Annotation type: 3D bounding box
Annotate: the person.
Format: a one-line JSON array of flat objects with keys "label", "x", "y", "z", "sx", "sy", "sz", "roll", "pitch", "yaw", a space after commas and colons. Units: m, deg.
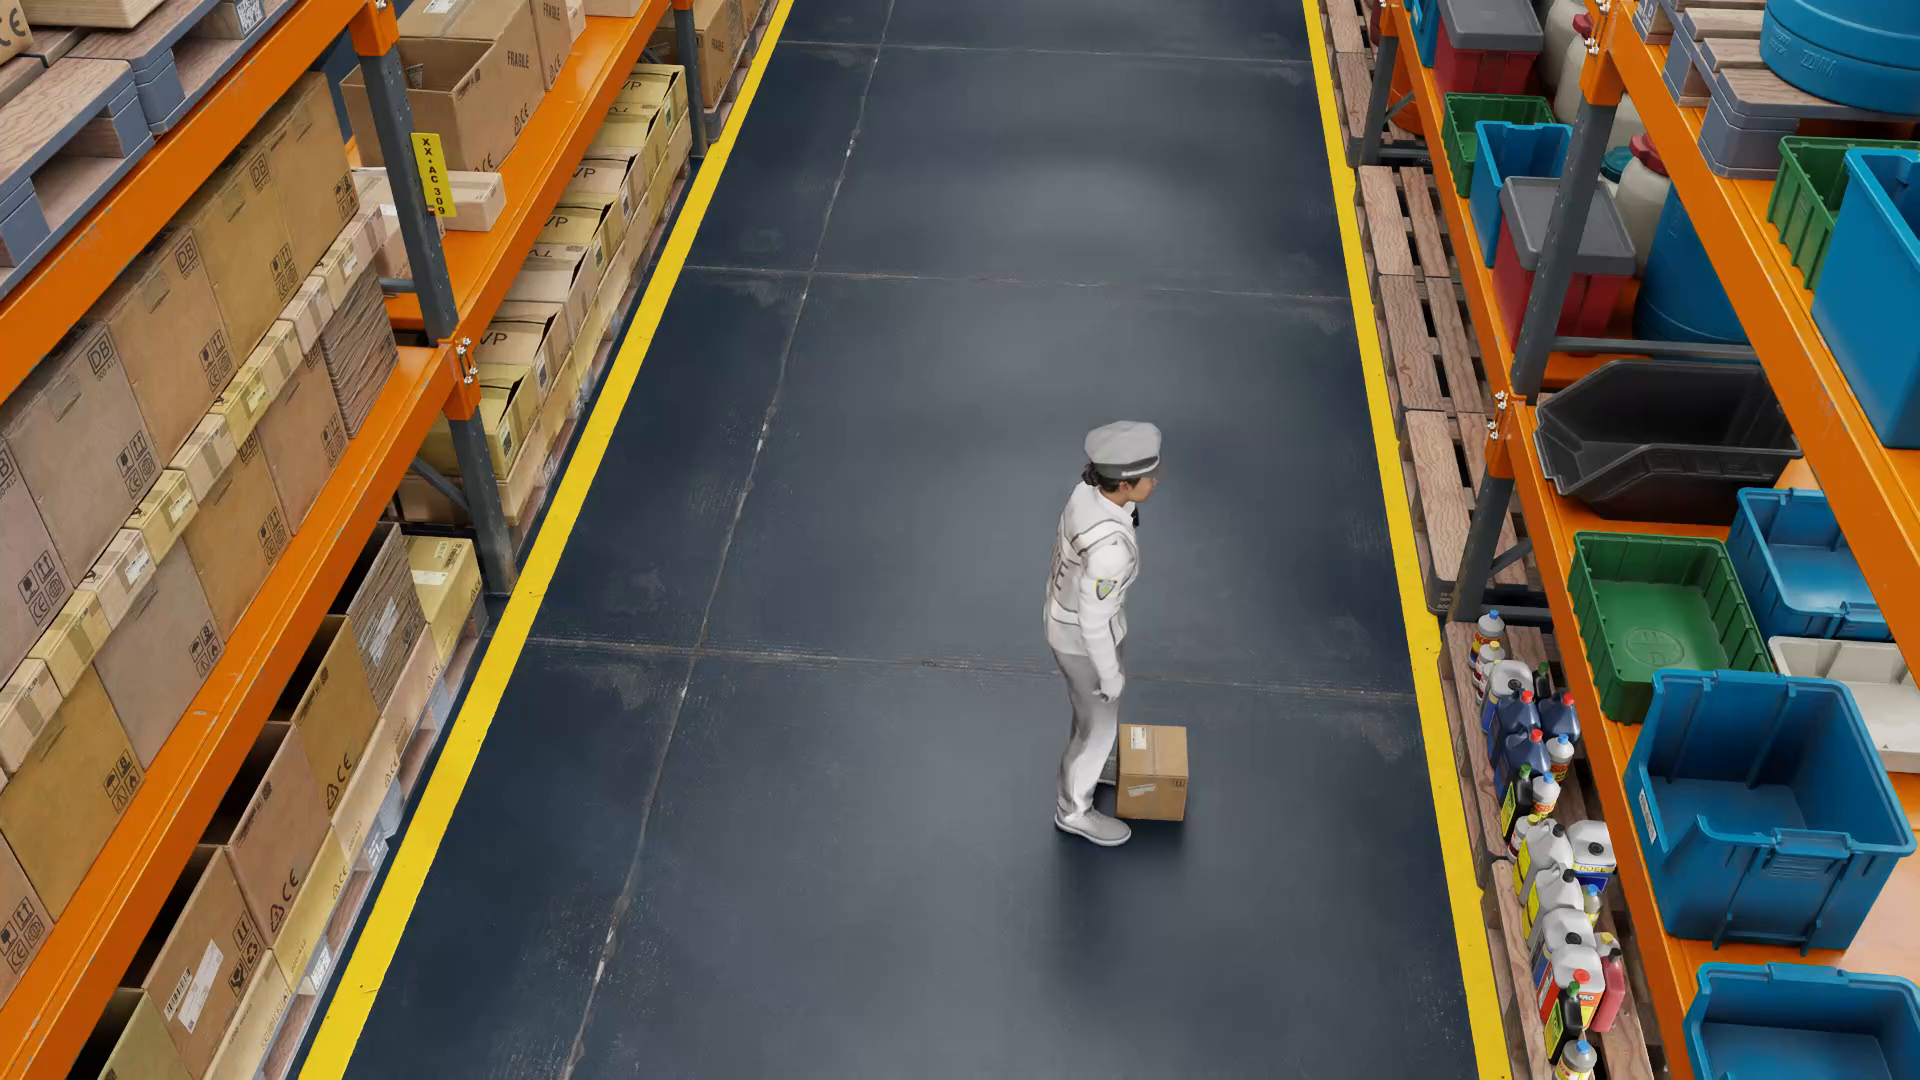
[{"label": "person", "x": 0.495, "y": 0.316, "z": 5.779, "sx": 0.409, "sy": 1.667, "sz": 0.547, "roll": 1, "pitch": 40, "yaw": 1}]
